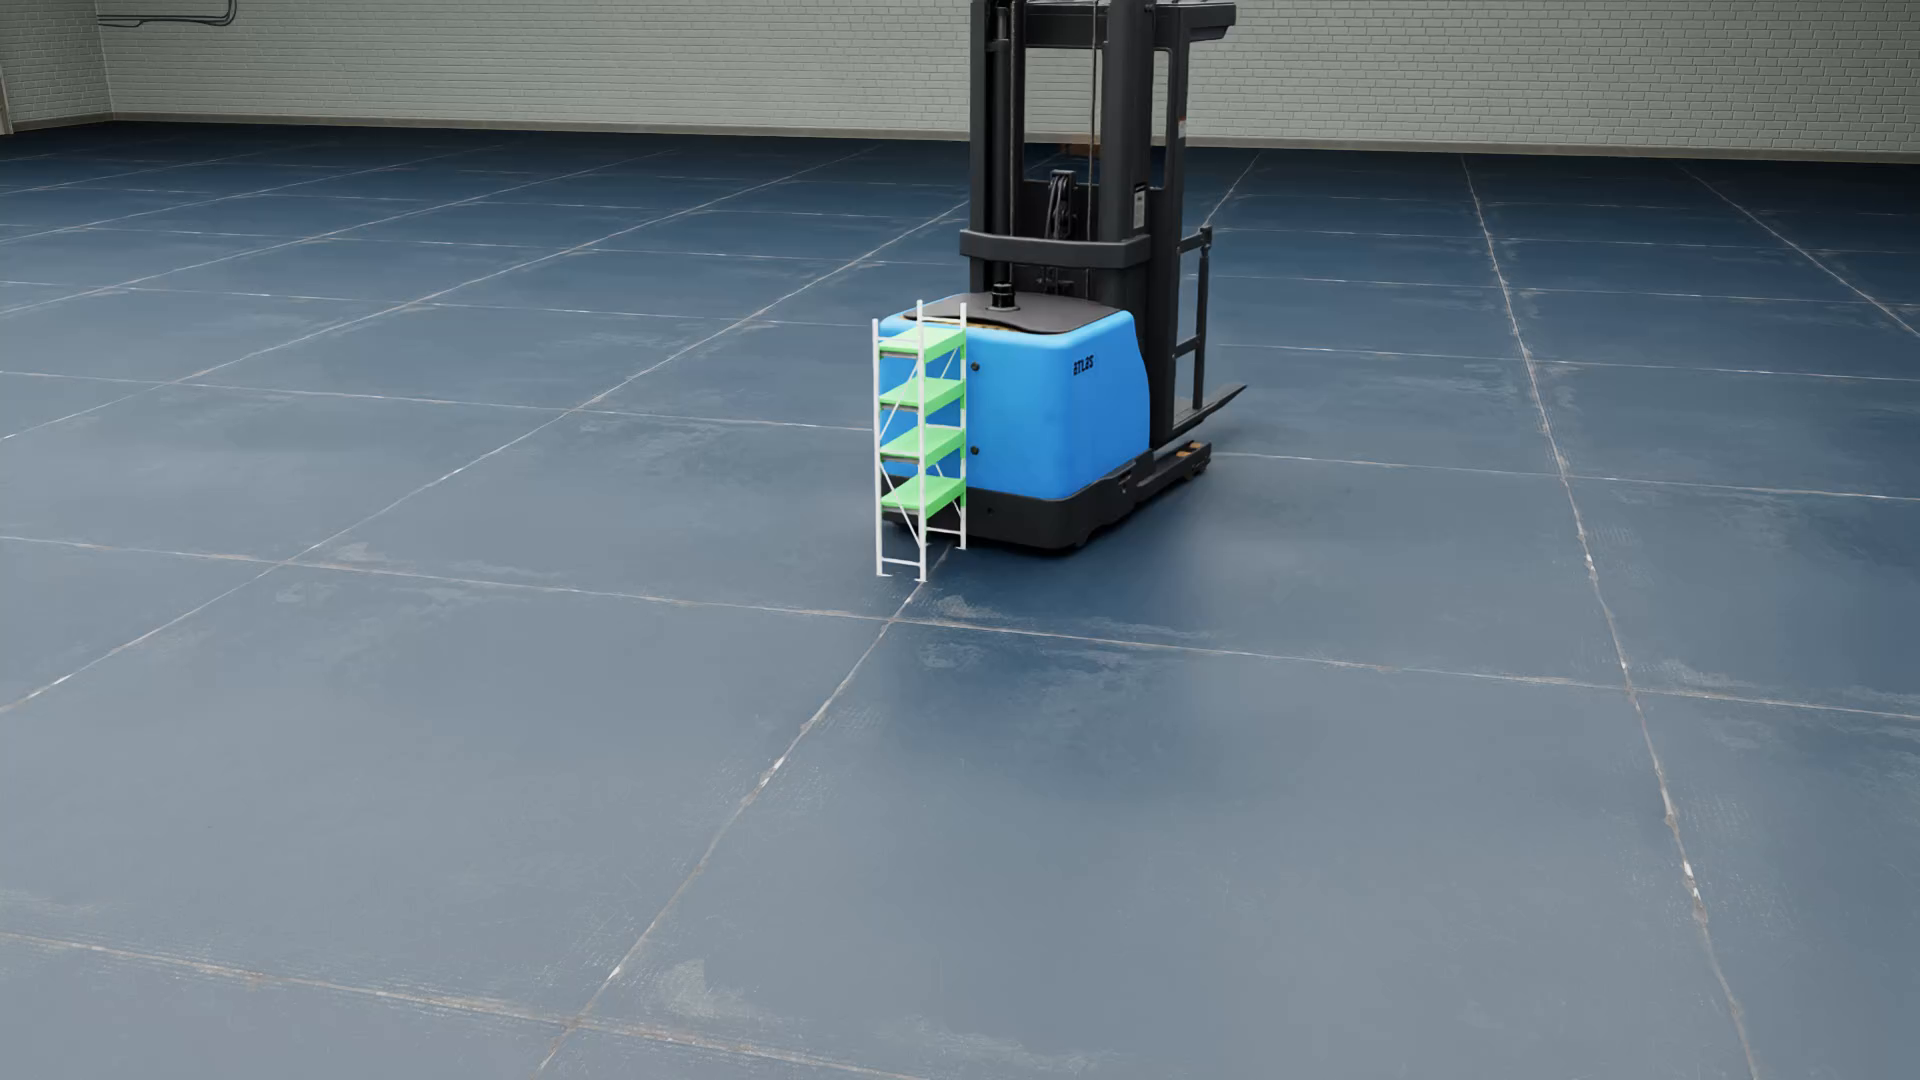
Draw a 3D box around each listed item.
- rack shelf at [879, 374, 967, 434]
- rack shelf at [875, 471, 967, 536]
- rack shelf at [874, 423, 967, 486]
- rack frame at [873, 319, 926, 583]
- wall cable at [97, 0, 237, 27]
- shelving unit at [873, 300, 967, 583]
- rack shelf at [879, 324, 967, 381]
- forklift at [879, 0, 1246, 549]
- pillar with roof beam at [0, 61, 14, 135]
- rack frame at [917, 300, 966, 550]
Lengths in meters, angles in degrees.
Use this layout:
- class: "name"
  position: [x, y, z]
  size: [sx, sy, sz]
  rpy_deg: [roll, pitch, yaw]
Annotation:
- class: "rack shelf"
  position: [-0.178, -0.628, 7.626]
  size: [0.258, 0.148, 0.480]
  rpy_deg: [8, 20, 21]
- class: "rack shelf"
  position: [-0.178, -0.174, 7.781]
  size: [0.258, 0.148, 0.480]
  rpy_deg: [8, 20, 21]
- class: "rack shelf"
  position: [-0.178, -0.401, 7.704]
  size: [0.258, 0.148, 0.480]
  rpy_deg: [8, 20, 21]
- class: "rack frame"
  position: [-0.271, -0.389, 7.469]
  size: [0.240, 1.200, 0.015]
  rpy_deg: [8, 20, 21]
- class: "wall cable"
  position: [-14.562, -10.586, 30.062]
  size: [3.097, 2.526, 0.112]
  rpy_deg: [5, 19, 13]
- class: "shelving unit"
  position: [-0.178, -0.462, 7.683]
  size: [0.258, 1.200, 0.503]
  rpy_deg: [8, 20, 21]
- class: "rack shelf"
  position: [-0.178, -0.855, 7.548]
  size: [0.258, 0.148, 0.480]
  rpy_deg: [8, 20, 21]
- class: "forklift"
  position: [0.753, -1.774, 8.847]
  size: [1.130, 2.935, 3.031]
  rpy_deg: [10, 21, 27]
- class: "pillar with roof beam"
  position: [-12.390, -10.896, 26.167]
  size: [9.100, 9.000, 0.400]
  rpy_deg: [5, 19, 13]
- class: "rack frame"
  position: [-0.085, -0.535, 7.897]
  size: [0.240, 1.200, 0.015]
  rpy_deg: [8, 20, 21]
